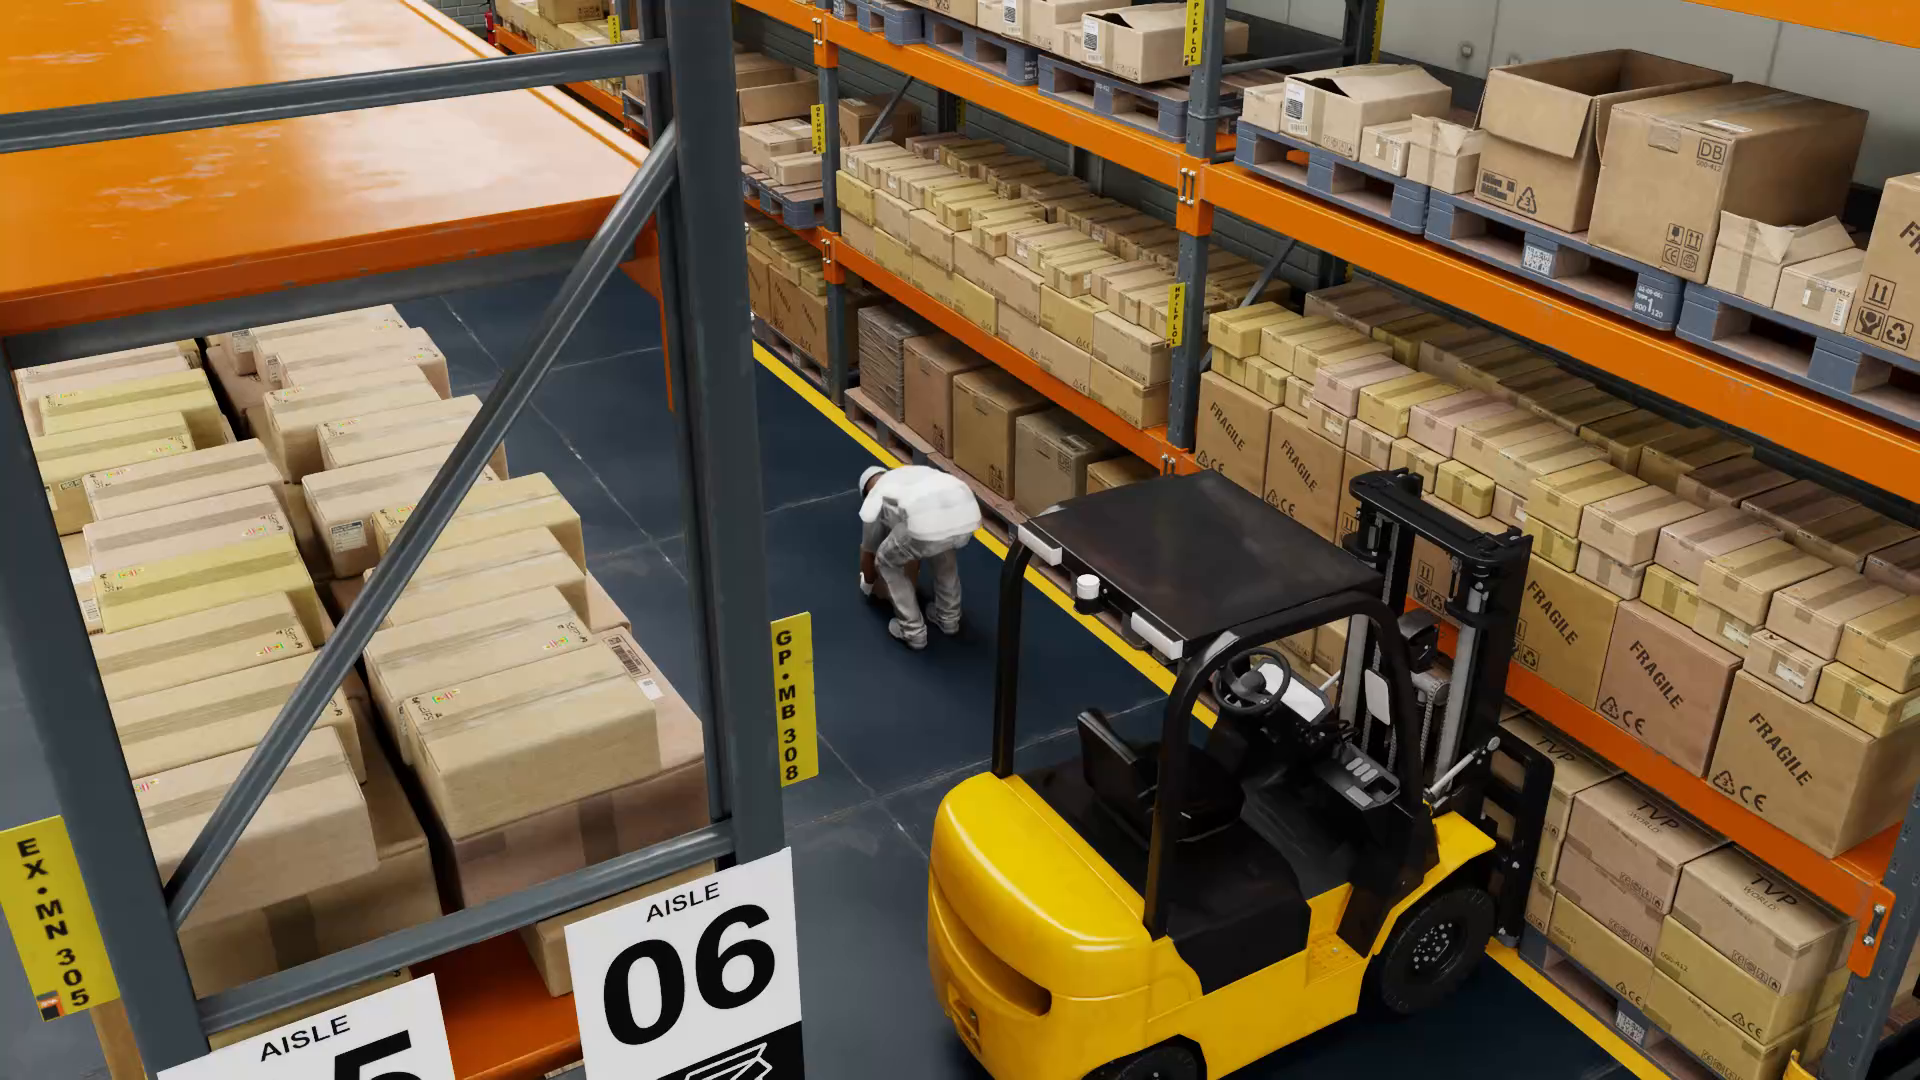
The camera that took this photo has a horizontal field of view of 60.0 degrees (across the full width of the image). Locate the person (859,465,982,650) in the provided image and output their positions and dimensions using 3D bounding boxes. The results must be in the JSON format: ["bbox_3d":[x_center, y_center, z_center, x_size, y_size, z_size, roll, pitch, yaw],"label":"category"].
[{"bbox_3d":[-0.276,0.020,9.333,0.516,0.987,0.981,-17,33,-29],"label":"person"}]
